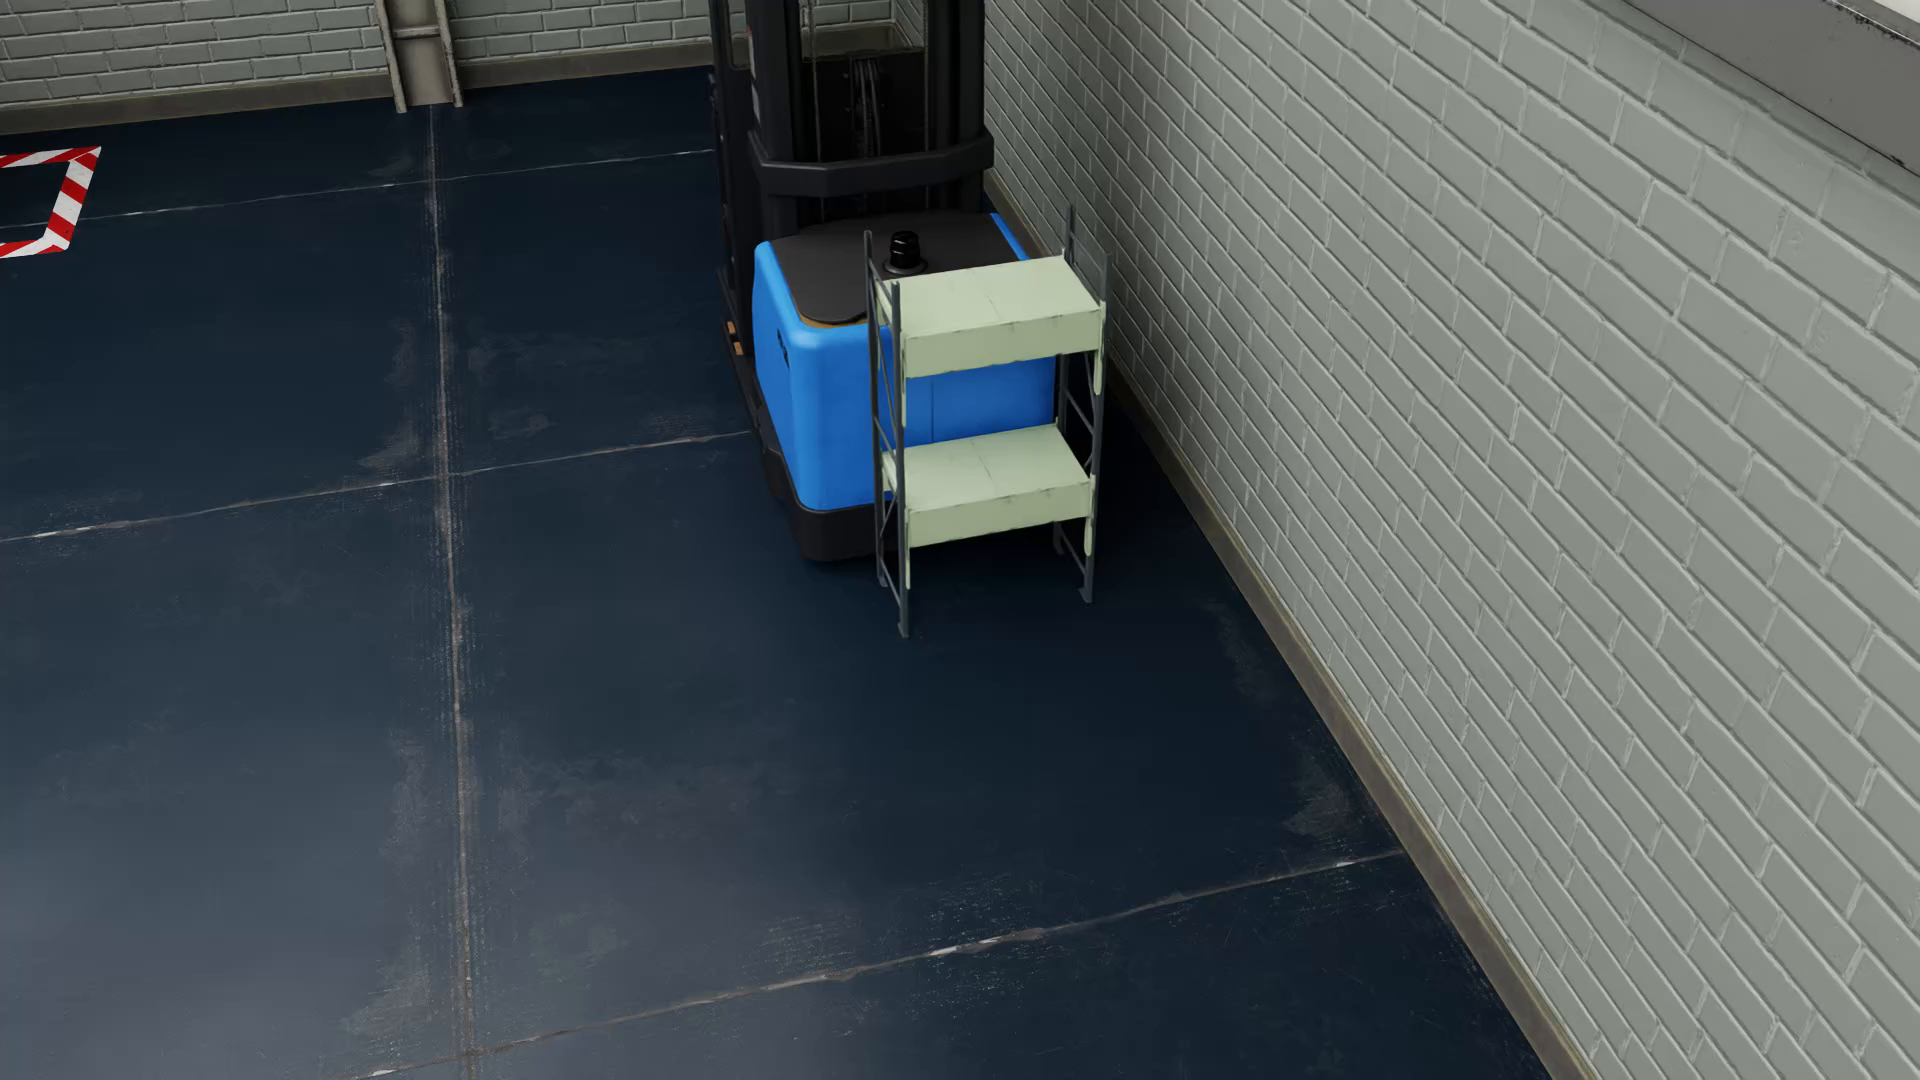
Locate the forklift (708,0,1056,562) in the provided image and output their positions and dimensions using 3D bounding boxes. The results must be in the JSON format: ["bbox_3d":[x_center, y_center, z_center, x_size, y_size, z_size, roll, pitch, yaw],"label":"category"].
[{"bbox_3d":[-0.504,-1.977,6.922,1.130,2.935,3.031,-10,38,-12],"label":"forklift"}]

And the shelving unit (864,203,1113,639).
[{"bbox_3d":[0.091,-0.404,6.044,0.755,1.500,0.431,-10,39,-13],"label":"shelving unit"}]

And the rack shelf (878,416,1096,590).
[{"bbox_3d":[0.091,-0.146,6.242,0.720,0.370,0.431,-10,39,-13],"label":"rack shelf"}]

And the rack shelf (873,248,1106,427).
[{"bbox_3d":[0.091,-0.714,5.807,0.720,0.370,0.431,-10,39,-13],"label":"rack shelf"}]

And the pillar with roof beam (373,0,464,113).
[{"bbox_3d":[-2.163,-3.780,4.285,0.400,9.000,9.100,-9,38,-12],"label":"pillar with roof beam"}]

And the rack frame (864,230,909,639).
[{"bbox_3d":[-0.260,-0.341,5.962,0.023,1.500,0.400,-10,39,-13],"label":"rack frame"}]

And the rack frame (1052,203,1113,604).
[{"bbox_3d":[0.442,-0.468,6.127,0.023,1.500,0.400,-10,39,-13],"label":"rack frame"}]
